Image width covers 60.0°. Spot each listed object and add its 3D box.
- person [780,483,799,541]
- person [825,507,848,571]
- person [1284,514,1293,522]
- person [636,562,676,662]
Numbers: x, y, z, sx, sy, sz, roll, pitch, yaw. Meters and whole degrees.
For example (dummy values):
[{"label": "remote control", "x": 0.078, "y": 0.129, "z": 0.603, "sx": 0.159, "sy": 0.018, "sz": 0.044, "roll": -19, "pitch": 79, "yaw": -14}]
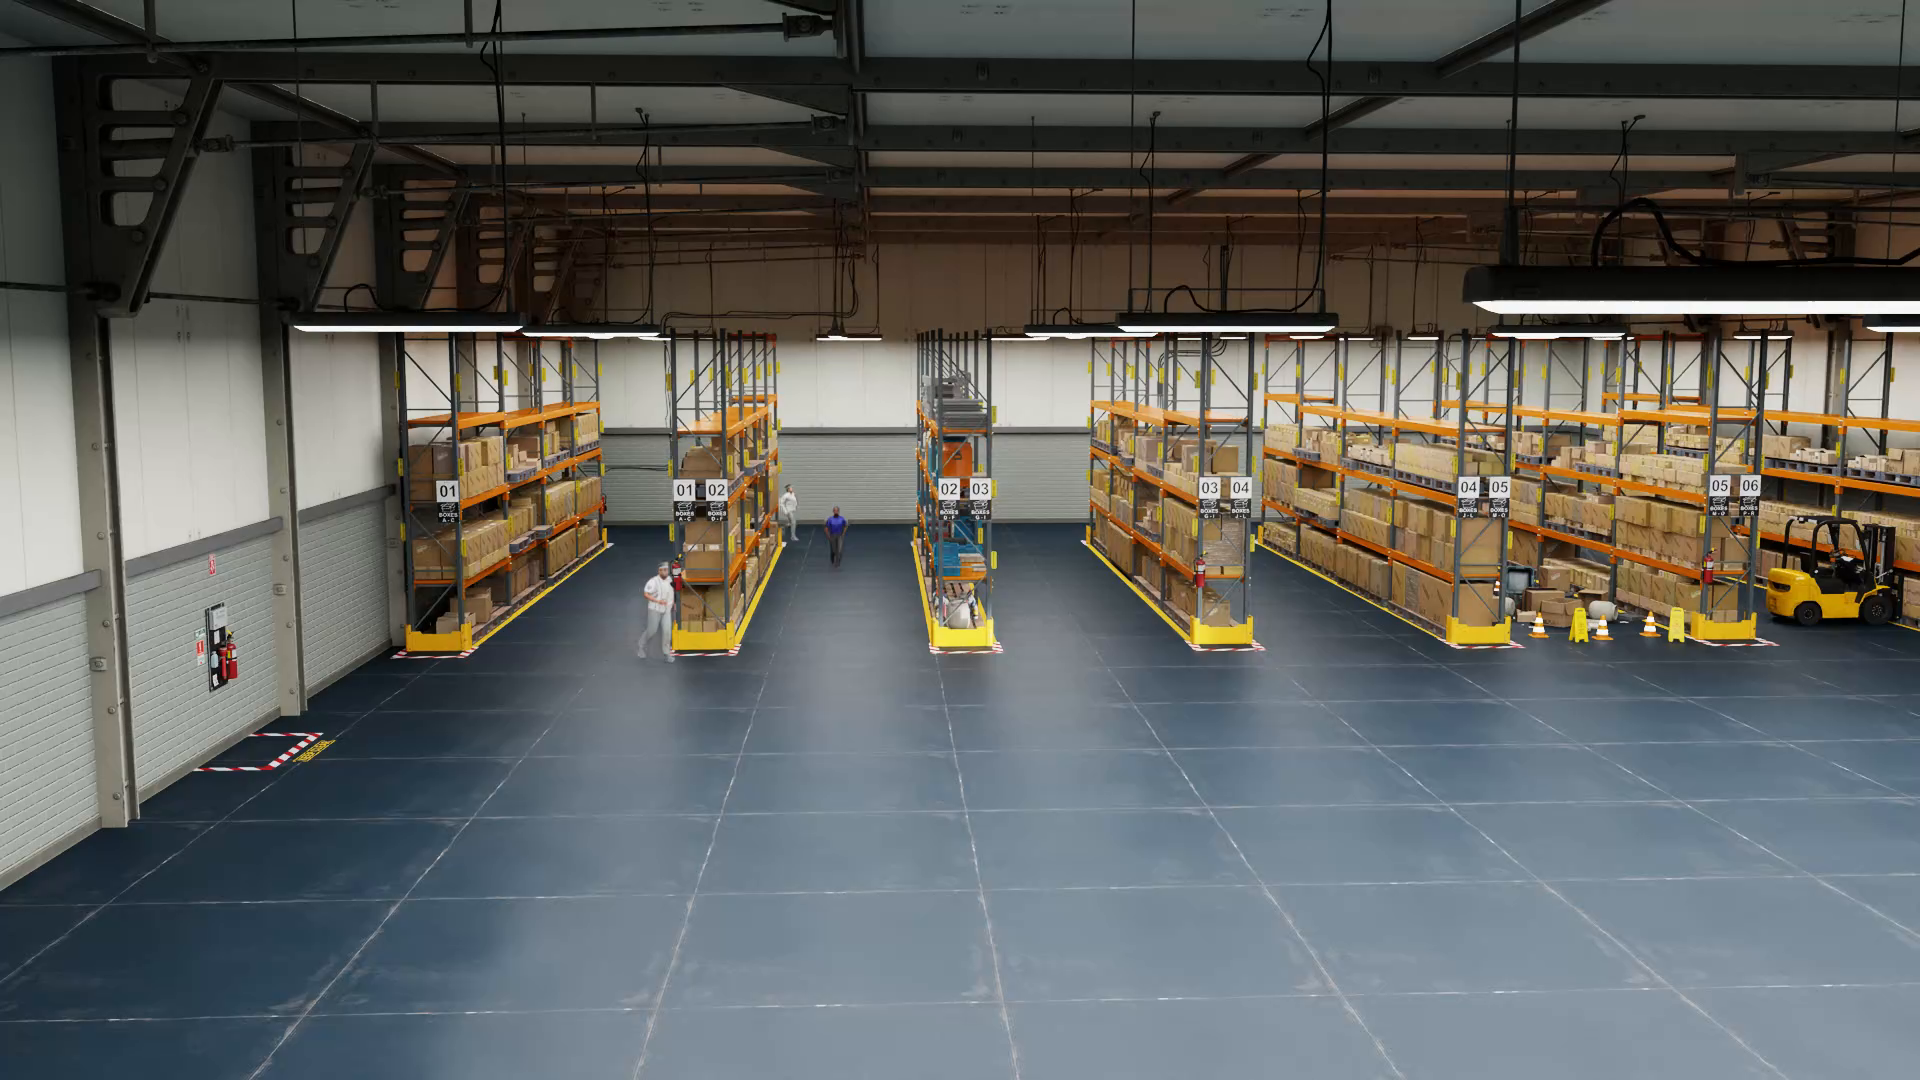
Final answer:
[{"label": "person", "x": -4.986, "y": -0.822, "z": 48.702, "sx": 0.655, "sy": 1.691, "sz": 0.654, "roll": 4, "pitch": 8, "yaw": 31}, {"label": "person", "x": -3.141, "y": -0.048, "z": 42.288, "sx": 0.582, "sy": 1.609, "sz": 0.578, "roll": -1, "pitch": 7, "yaw": -10}, {"label": "person", "x": 9.808, "y": -0.846, "z": 49.002, "sx": 0.783, "sy": 1.744, "sz": 0.742, "roll": 3, "pitch": 8, "yaw": 27}, {"label": "person", "x": -5.435, "y": 1.280, "z": 30.238, "sx": 0.901, "sy": 1.780, "sz": 0.712, "roll": 6, "pitch": 9, "yaw": 43}]
